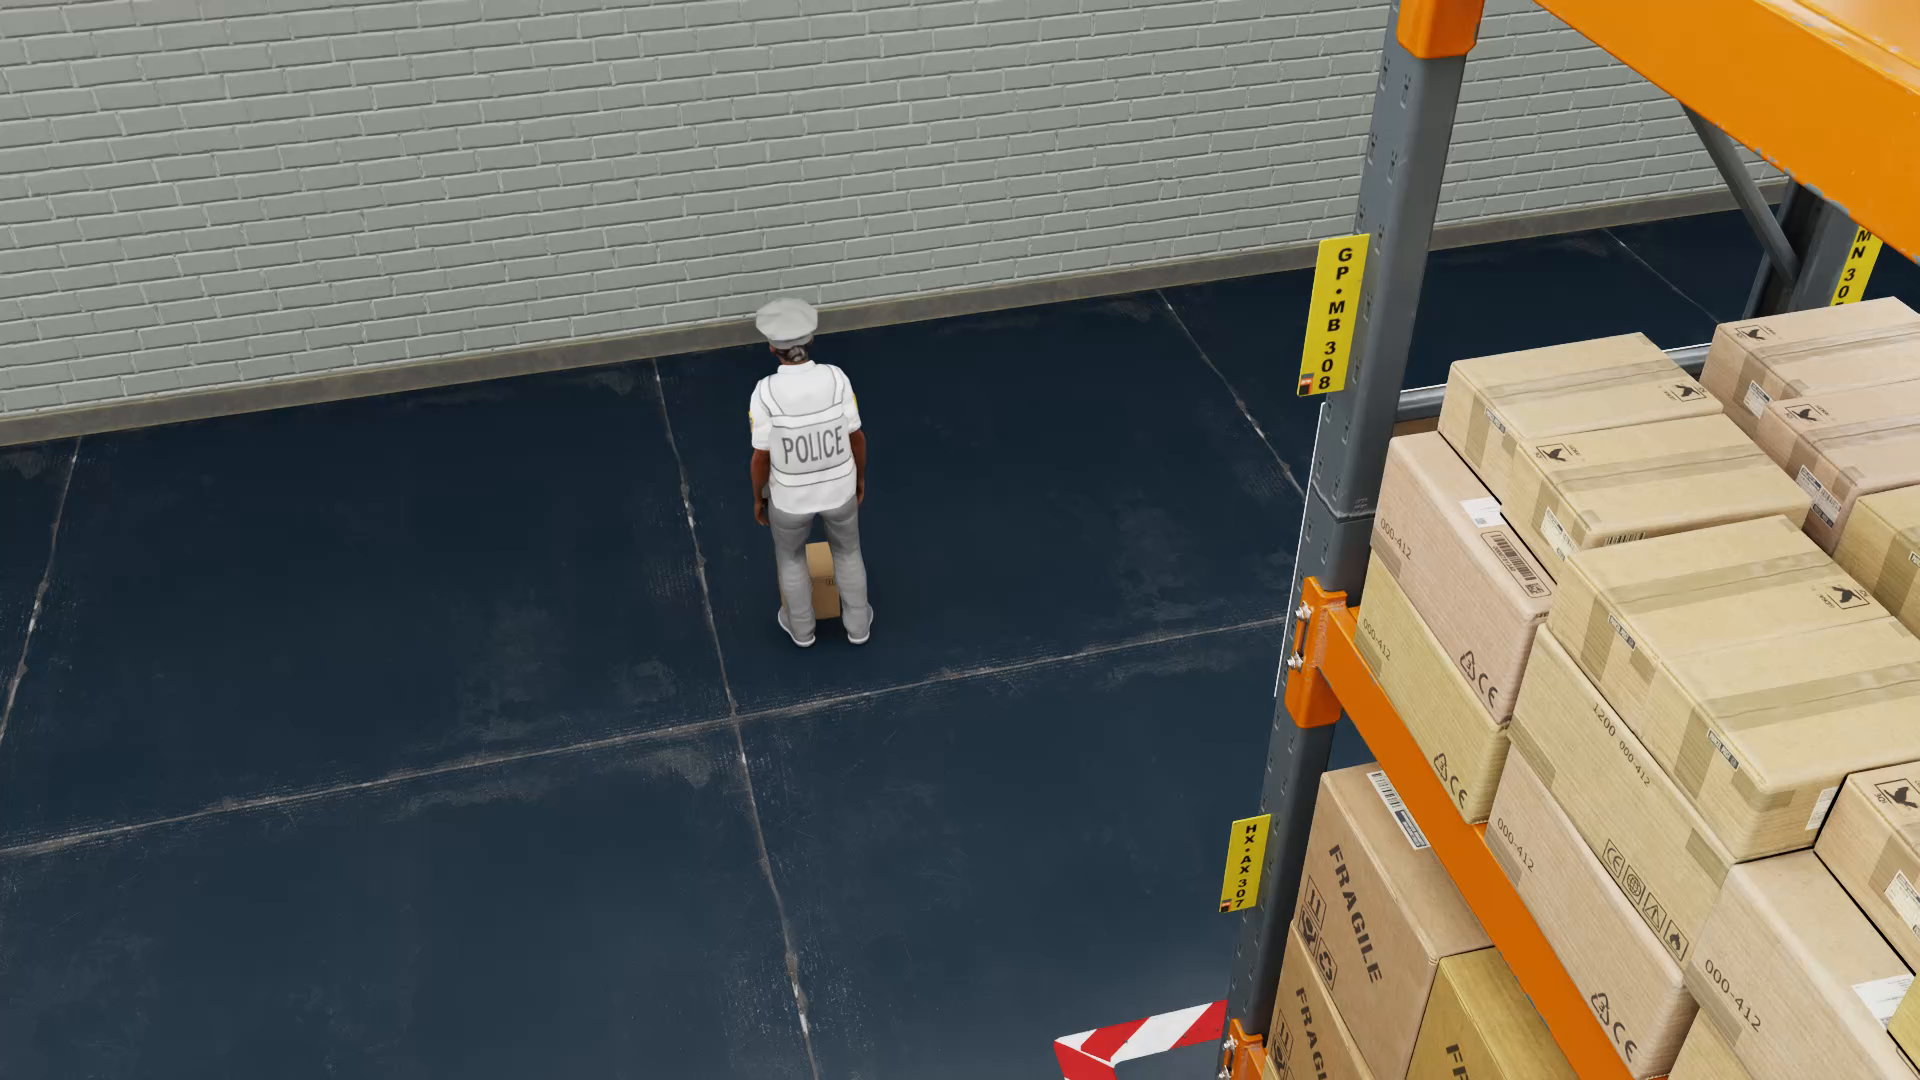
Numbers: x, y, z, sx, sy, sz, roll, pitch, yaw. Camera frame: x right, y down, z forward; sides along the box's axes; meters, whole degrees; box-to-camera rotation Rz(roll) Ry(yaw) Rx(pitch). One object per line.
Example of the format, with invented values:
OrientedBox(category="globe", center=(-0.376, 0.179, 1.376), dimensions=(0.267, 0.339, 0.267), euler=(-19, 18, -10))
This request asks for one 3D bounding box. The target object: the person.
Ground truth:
OrientedBox(category="person", center=(-0.624, -0.226, 6.999), dimensions=(0.508, 1.659, 0.415), euler=(-10, 39, -12))
